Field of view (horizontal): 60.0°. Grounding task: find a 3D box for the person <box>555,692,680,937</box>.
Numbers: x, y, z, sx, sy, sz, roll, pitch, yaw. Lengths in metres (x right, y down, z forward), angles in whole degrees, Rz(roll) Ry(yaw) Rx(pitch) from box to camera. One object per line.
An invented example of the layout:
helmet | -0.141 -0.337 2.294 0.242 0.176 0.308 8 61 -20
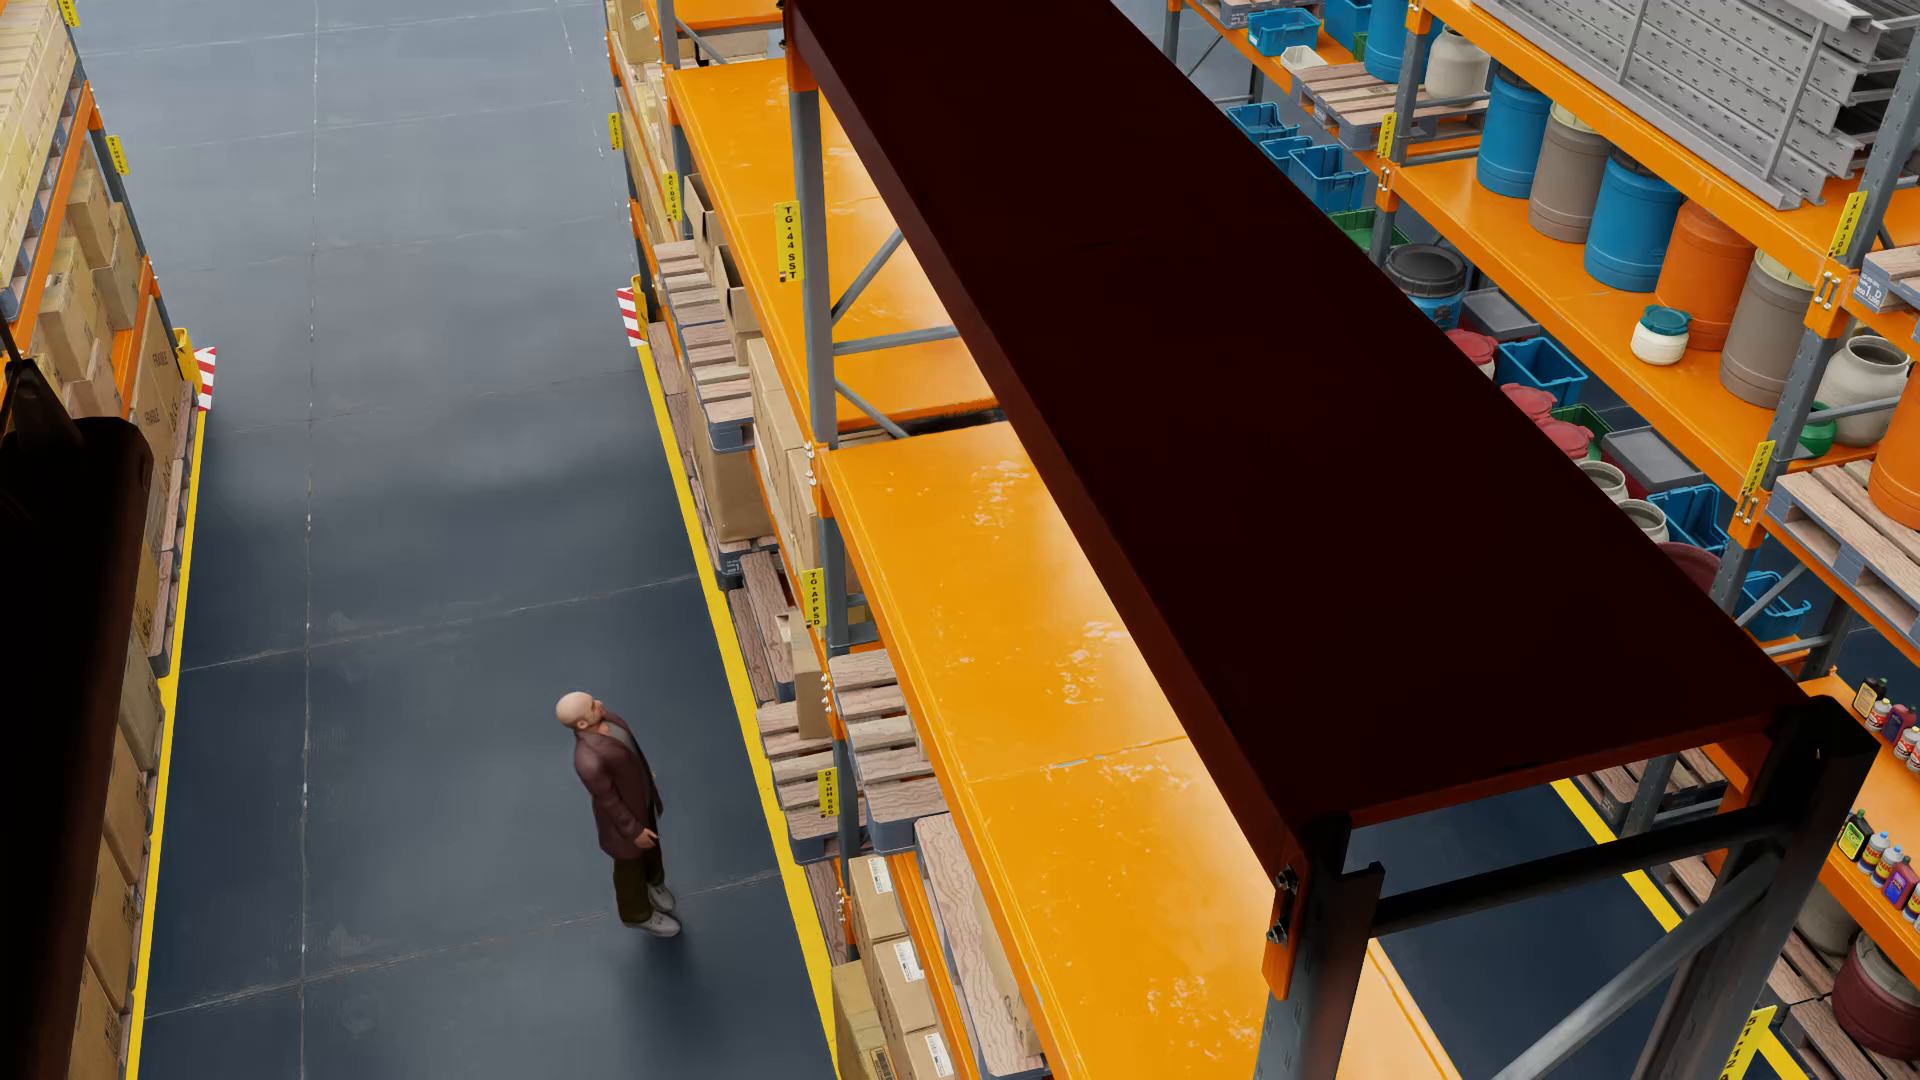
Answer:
person | -1.870 1.482 9.338 0.528 1.762 0.598 5 39 6
